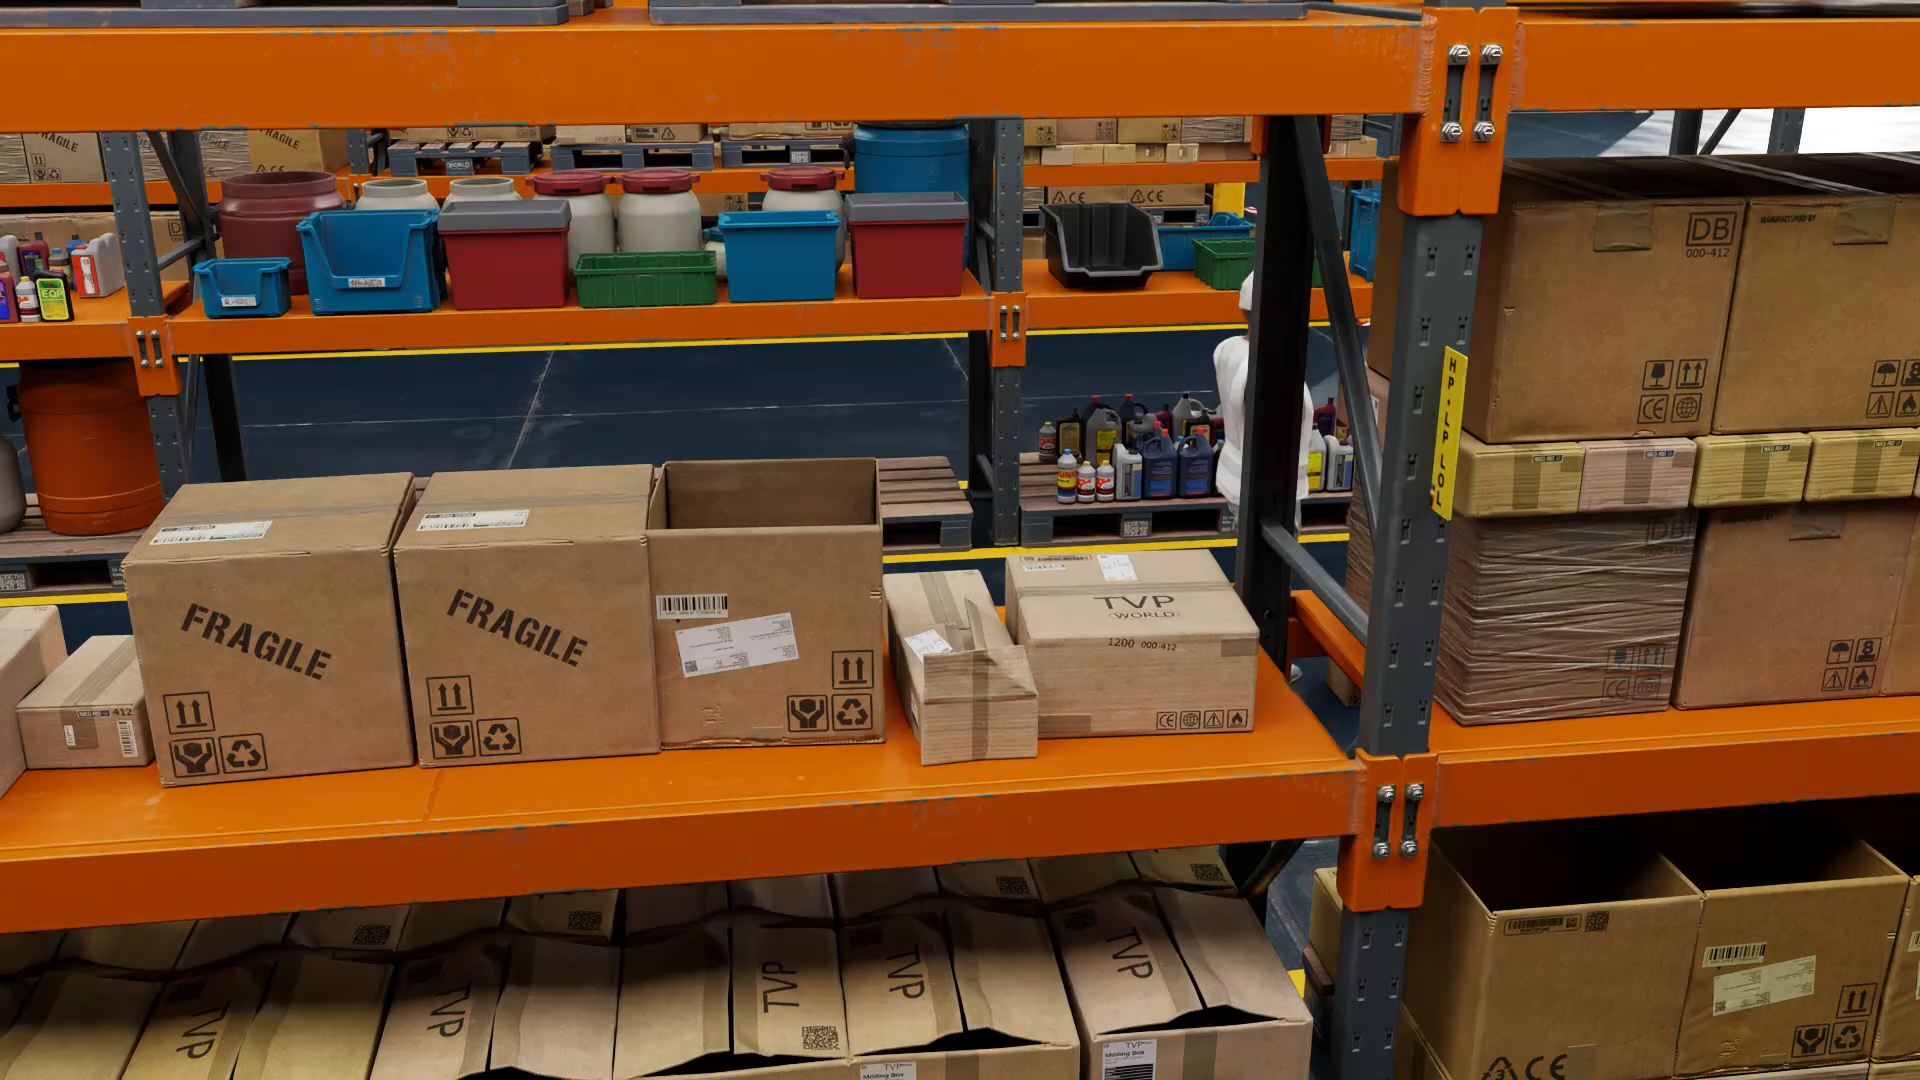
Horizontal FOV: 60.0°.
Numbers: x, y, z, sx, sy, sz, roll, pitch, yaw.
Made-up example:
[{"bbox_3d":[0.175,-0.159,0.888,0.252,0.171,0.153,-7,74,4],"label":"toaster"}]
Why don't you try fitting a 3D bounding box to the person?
[{"bbox_3d":[1.224,-0.176,6.566,0.459,1.810,0.555,-2,20,-6],"label":"person"}]
